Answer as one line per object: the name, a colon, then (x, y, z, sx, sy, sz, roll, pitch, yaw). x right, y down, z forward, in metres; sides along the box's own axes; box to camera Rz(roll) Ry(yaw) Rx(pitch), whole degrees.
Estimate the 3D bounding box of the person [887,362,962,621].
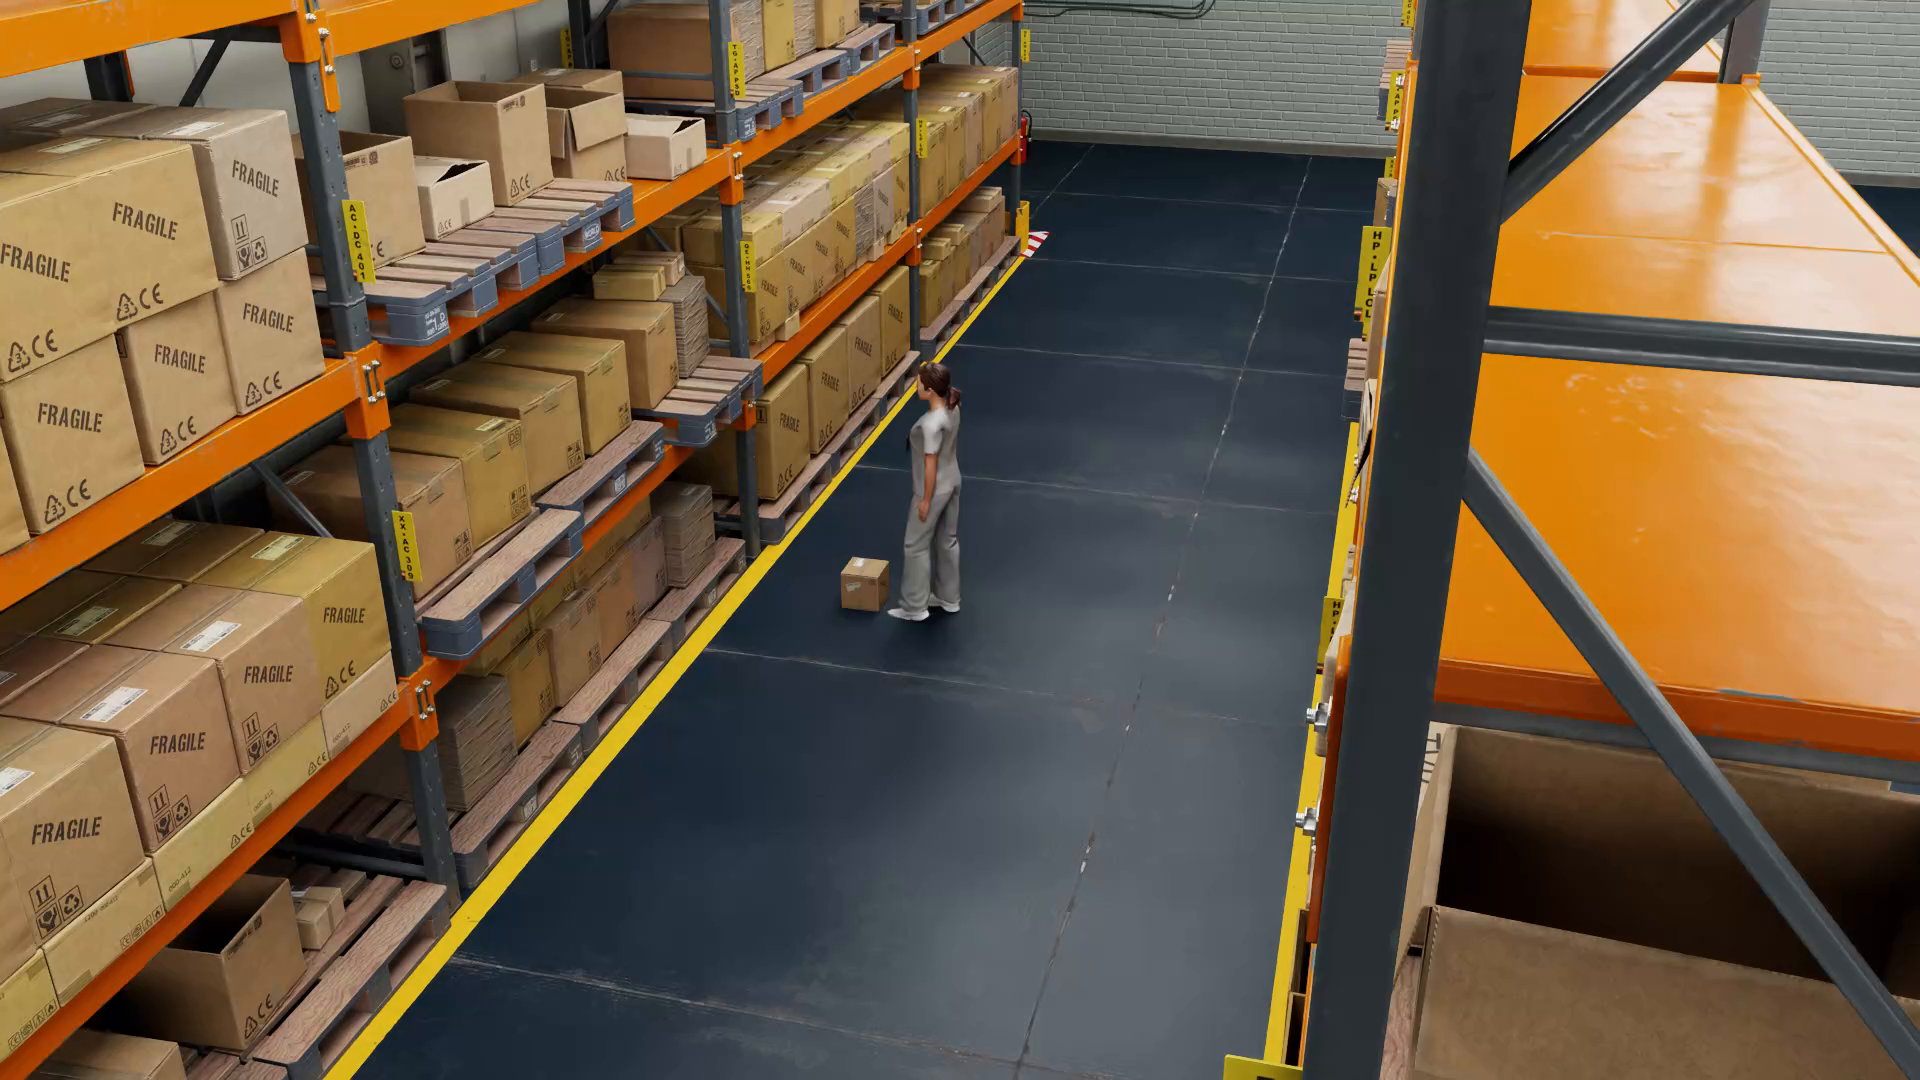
person: (-0.211, -0.302, 10.367, 0.447, 1.711, 0.474, 10, 27, 21)
